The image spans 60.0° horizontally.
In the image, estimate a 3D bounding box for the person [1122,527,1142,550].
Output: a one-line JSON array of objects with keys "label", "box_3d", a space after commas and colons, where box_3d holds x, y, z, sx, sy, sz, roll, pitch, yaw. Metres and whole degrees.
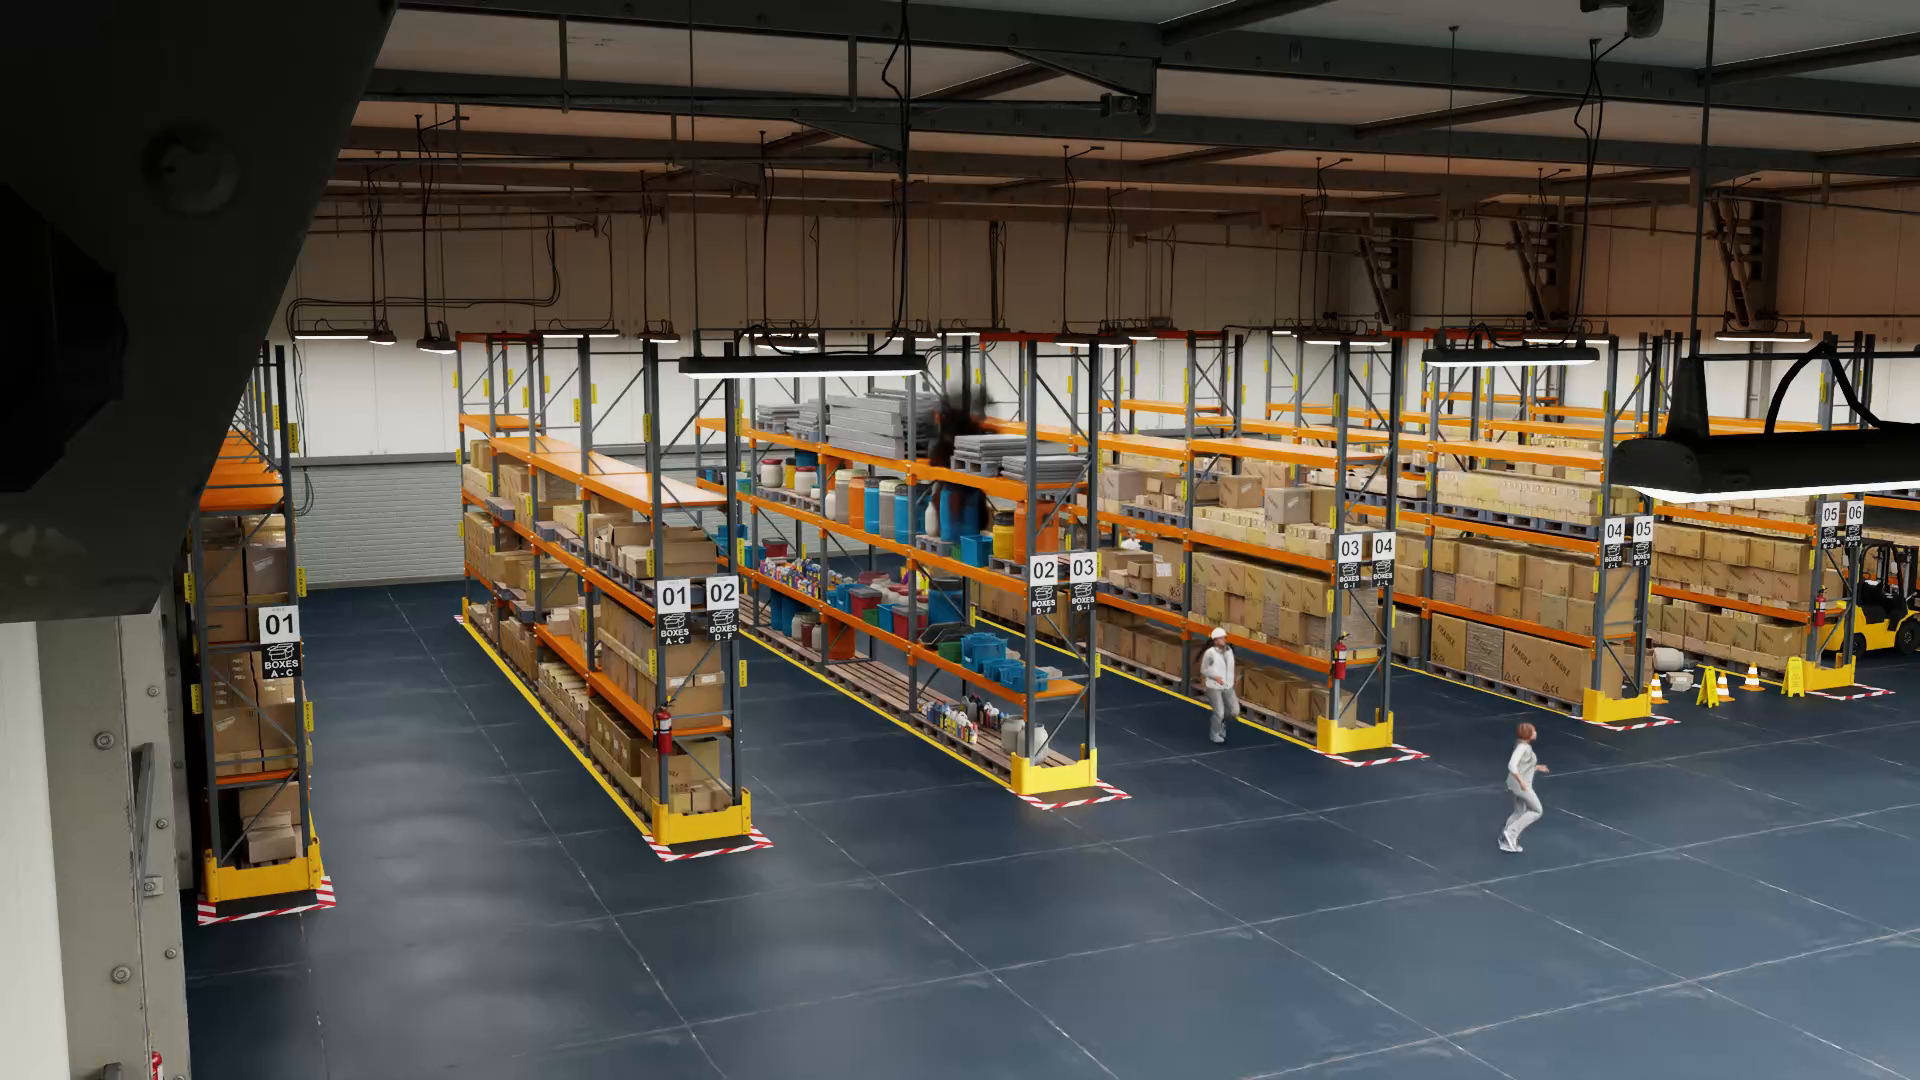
[{"label": "person", "box_3d": [3.827, 0.557, 36.638, 0.620, 1.703, 0.929, -3, 8, -20]}]

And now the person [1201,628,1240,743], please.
[{"label": "person", "box_3d": [3.882, 2.161, 24.583, 0.635, 1.727, 0.564, -3, 8, -24]}]

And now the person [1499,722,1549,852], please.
[{"label": "person", "box_3d": [6.674, 2.918, 19.639, 0.563, 1.566, 0.519, 1, 8, 8]}]

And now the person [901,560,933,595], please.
[{"label": "person", "box_3d": [-0.764, 1.129, 32.349, 0.707, 1.718, 0.582, -6, 10, -37]}]
